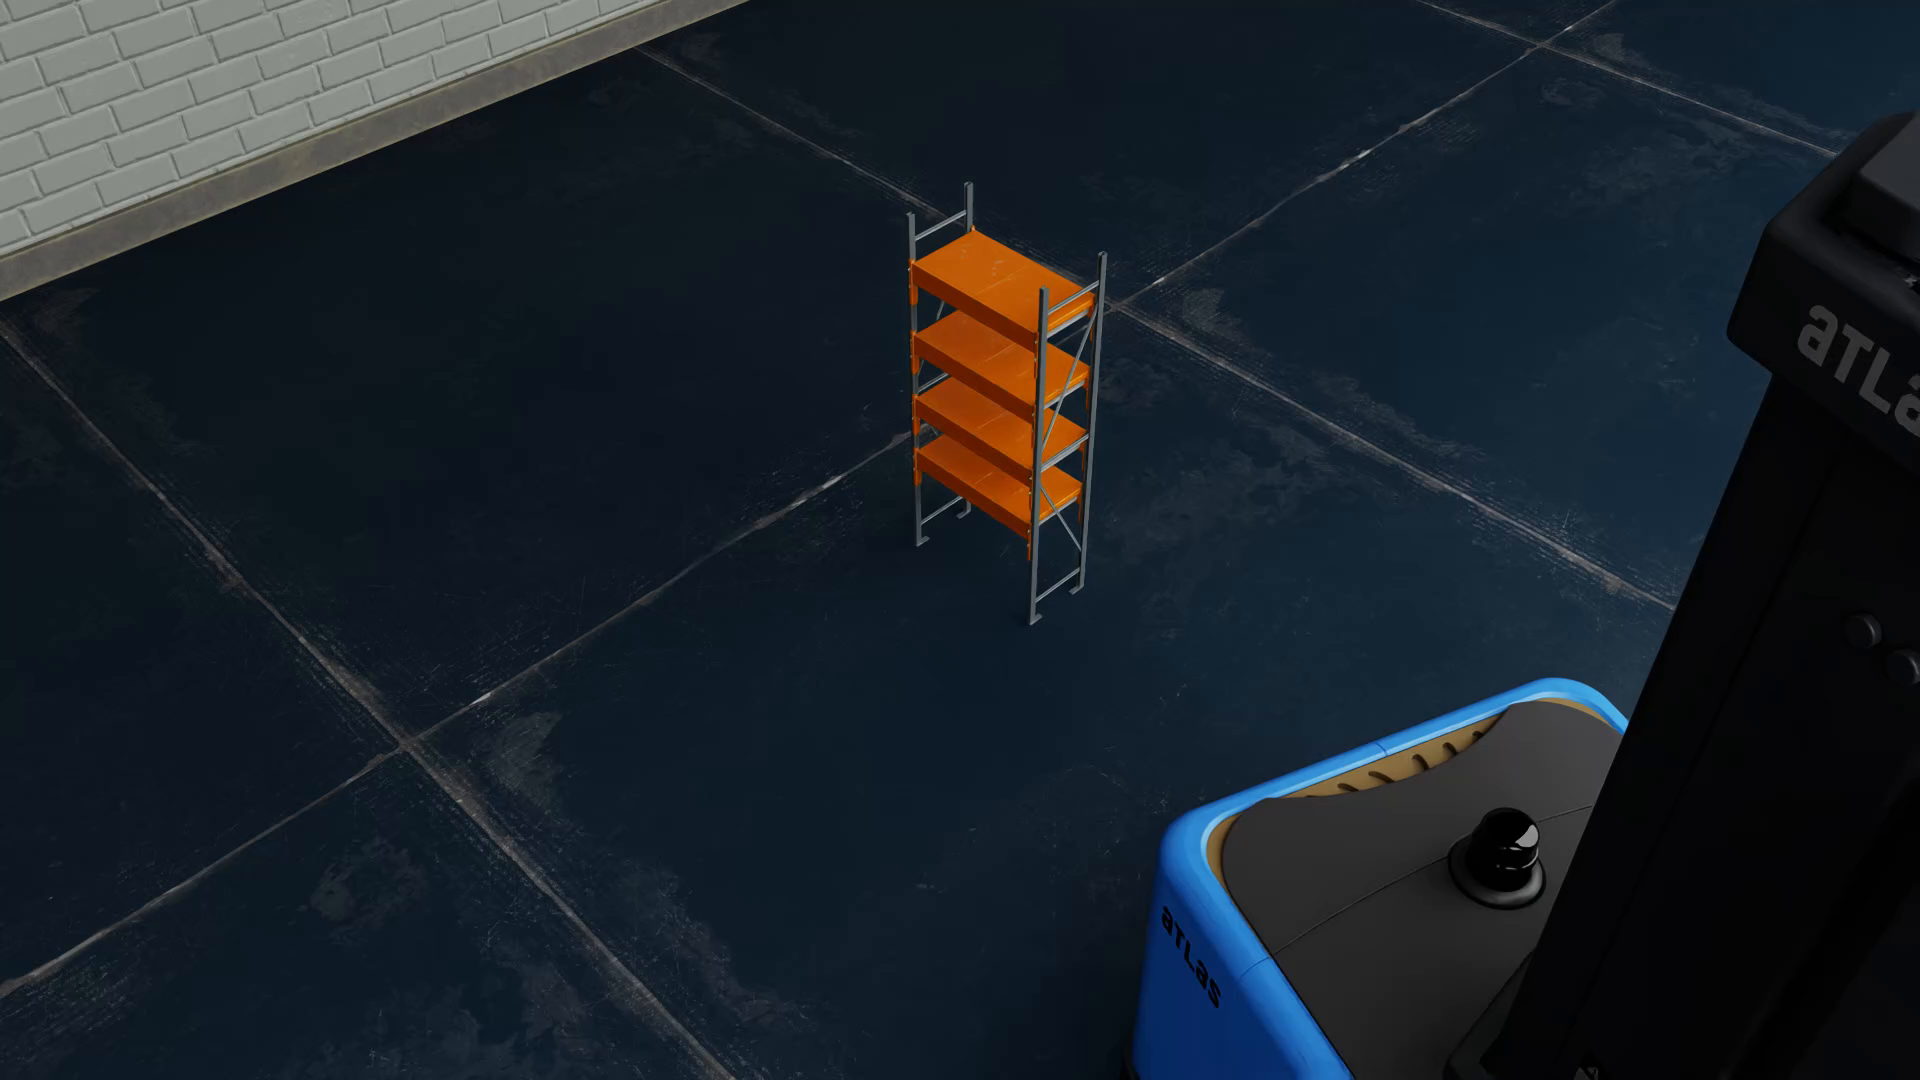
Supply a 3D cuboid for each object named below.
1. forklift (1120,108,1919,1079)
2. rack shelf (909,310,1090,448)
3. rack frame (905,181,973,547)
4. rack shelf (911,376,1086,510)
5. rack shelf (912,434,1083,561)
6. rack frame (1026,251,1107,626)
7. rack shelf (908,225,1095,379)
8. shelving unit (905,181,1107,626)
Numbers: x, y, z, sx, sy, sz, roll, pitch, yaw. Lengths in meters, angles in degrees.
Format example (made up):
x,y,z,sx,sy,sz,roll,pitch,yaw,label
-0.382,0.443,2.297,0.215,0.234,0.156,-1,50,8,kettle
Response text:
x,y,z,sx,sy,sz,roll,pitch,yaw,label
1.419,1.018,1.988,1.130,2.935,3.031,-17,45,-18,forklift
0.117,-0.476,4.651,0.258,0.148,0.480,-34,53,-31,rack shelf
-0.055,-0.478,4.884,0.240,1.200,0.015,-34,53,-31,rack frame
0.117,-0.312,4.802,0.258,0.148,0.480,-34,53,-31,rack shelf
0.117,-0.166,4.937,0.258,0.148,0.480,-34,53,-31,rack shelf
0.289,-0.244,4.630,0.240,1.200,0.015,-34,53,-31,rack frame
0.117,-0.650,4.490,0.258,0.148,0.480,-34,53,-31,rack shelf
0.117,-0.361,4.757,0.258,1.200,0.503,-34,53,-31,shelving unit
